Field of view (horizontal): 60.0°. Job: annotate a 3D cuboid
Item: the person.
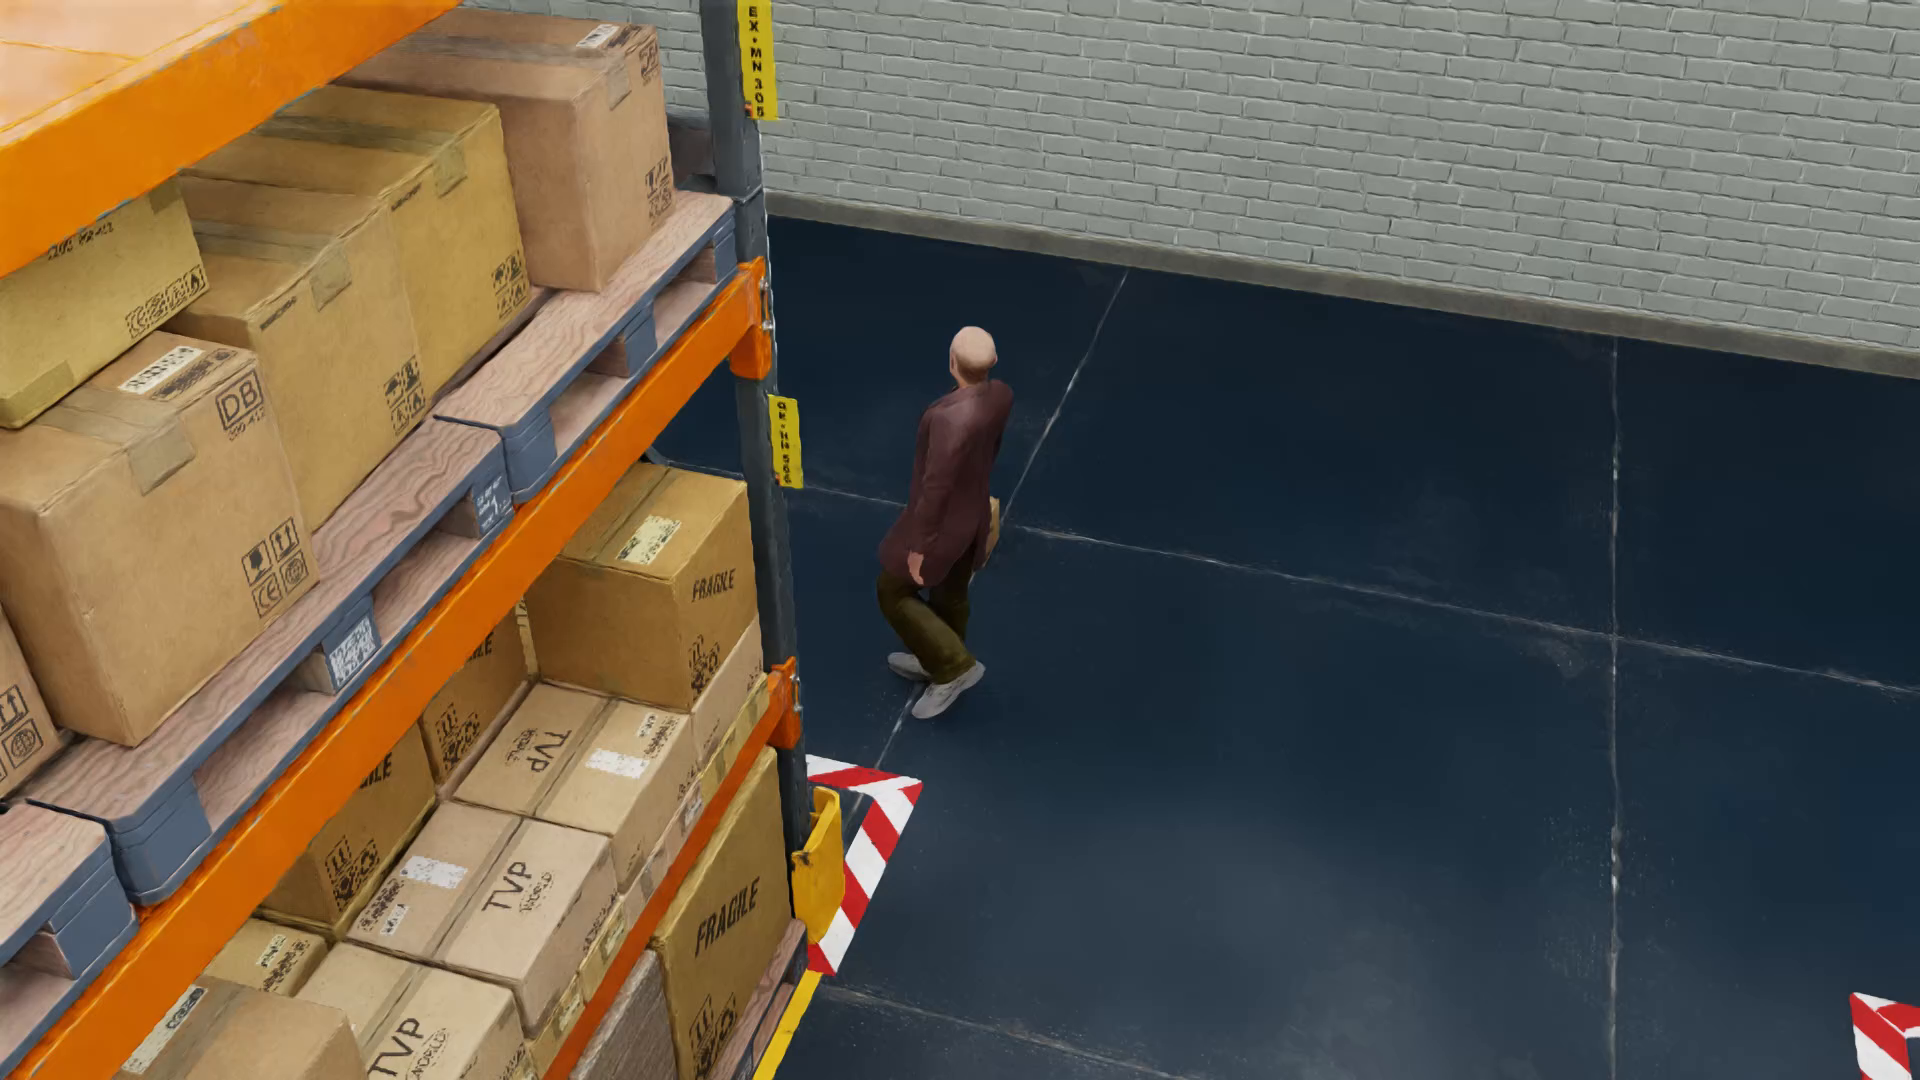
[{"bbox_3d":[-0.077,-0.081,6.996,0.528,1.771,0.677,18,40,23],"label":"person"}]
